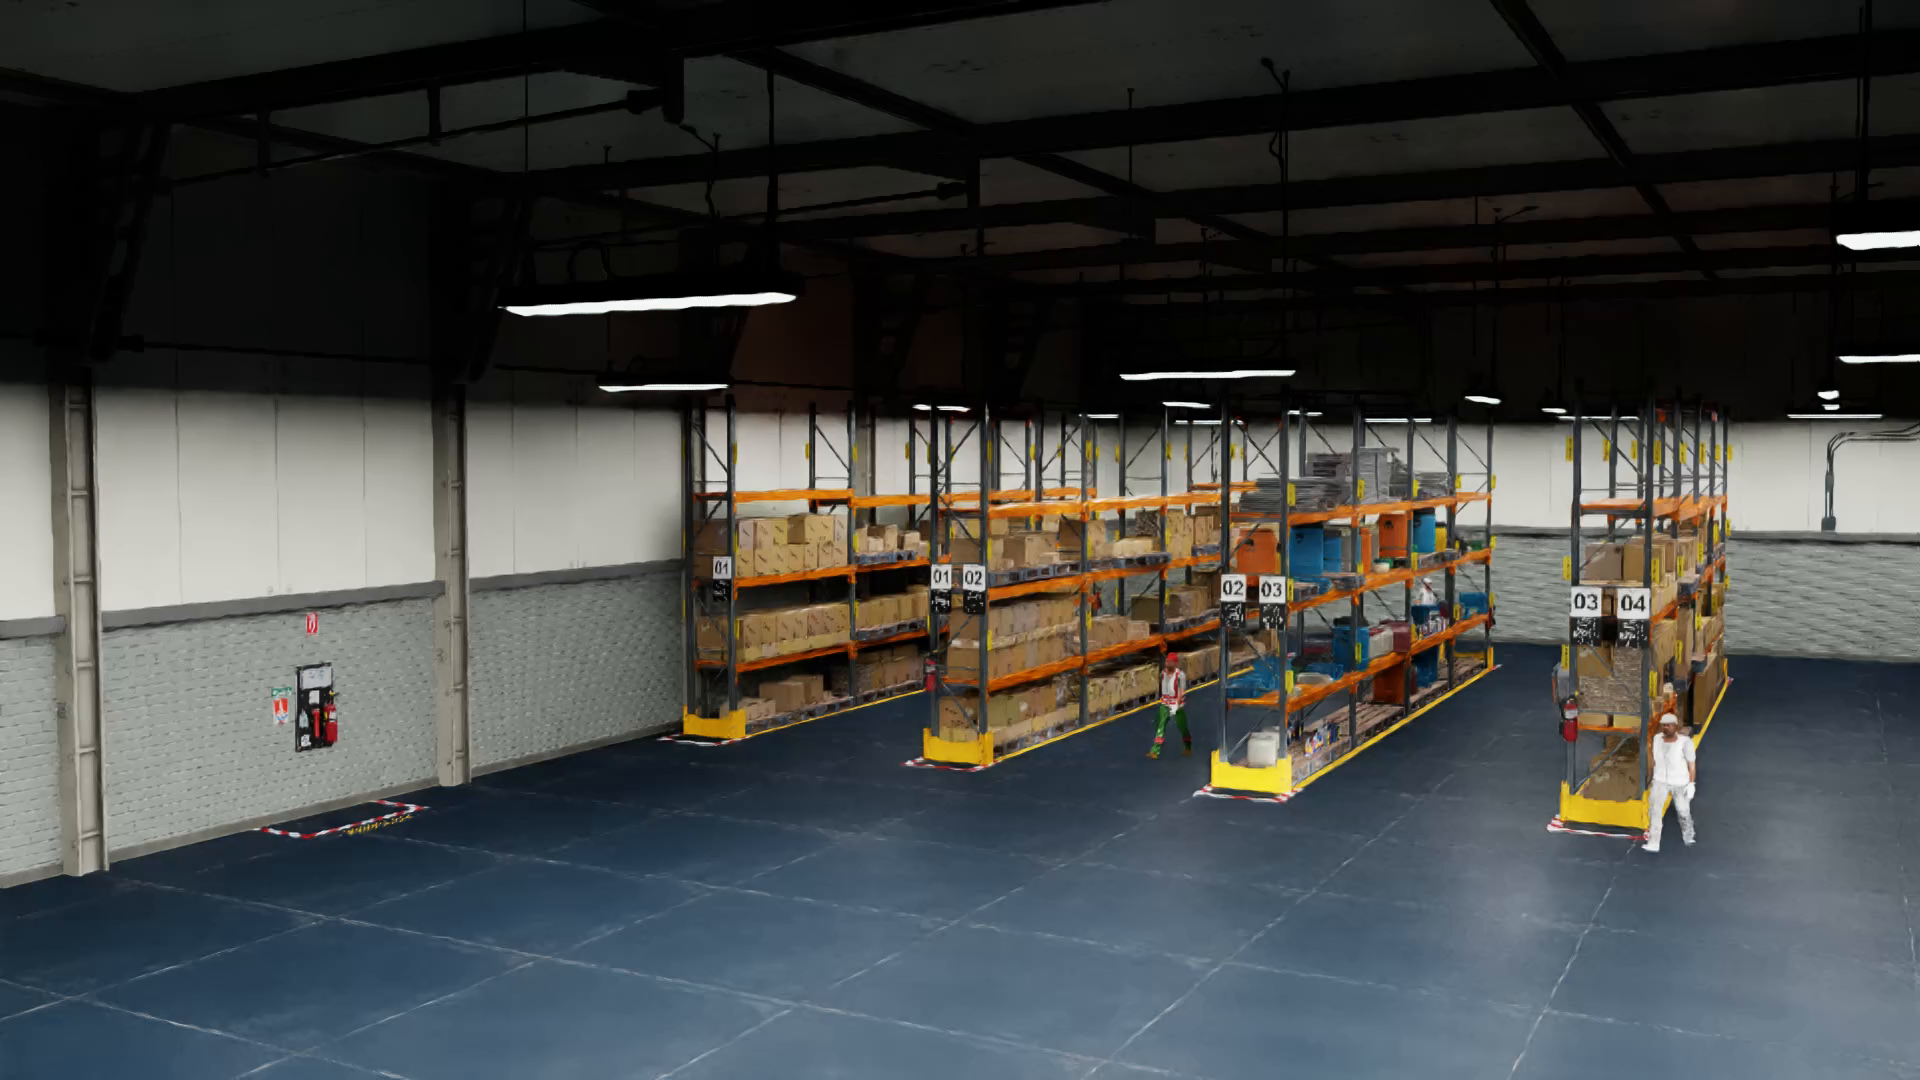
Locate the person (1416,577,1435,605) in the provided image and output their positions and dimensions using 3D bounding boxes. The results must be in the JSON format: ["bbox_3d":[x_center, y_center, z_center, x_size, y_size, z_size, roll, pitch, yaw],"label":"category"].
[{"bbox_3d":[11.981,1.847,43.155,0.735,1.775,0.492,-1,3,-13],"label":"person"}]

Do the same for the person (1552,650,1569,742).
[{"bbox_3d":[10.511,2.678,28.893,0.446,1.571,1.110,2,3,30],"label":"person"}]

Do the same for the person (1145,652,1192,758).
[{"bbox_3d":[3.455,2.694,27.165,0.532,1.726,1.038,2,4,37],"label":"person"}]

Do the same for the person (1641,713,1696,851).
[{"bbox_3d":[8.956,3.032,20.902,0.585,1.746,0.950,3,4,43],"label":"person"}]
